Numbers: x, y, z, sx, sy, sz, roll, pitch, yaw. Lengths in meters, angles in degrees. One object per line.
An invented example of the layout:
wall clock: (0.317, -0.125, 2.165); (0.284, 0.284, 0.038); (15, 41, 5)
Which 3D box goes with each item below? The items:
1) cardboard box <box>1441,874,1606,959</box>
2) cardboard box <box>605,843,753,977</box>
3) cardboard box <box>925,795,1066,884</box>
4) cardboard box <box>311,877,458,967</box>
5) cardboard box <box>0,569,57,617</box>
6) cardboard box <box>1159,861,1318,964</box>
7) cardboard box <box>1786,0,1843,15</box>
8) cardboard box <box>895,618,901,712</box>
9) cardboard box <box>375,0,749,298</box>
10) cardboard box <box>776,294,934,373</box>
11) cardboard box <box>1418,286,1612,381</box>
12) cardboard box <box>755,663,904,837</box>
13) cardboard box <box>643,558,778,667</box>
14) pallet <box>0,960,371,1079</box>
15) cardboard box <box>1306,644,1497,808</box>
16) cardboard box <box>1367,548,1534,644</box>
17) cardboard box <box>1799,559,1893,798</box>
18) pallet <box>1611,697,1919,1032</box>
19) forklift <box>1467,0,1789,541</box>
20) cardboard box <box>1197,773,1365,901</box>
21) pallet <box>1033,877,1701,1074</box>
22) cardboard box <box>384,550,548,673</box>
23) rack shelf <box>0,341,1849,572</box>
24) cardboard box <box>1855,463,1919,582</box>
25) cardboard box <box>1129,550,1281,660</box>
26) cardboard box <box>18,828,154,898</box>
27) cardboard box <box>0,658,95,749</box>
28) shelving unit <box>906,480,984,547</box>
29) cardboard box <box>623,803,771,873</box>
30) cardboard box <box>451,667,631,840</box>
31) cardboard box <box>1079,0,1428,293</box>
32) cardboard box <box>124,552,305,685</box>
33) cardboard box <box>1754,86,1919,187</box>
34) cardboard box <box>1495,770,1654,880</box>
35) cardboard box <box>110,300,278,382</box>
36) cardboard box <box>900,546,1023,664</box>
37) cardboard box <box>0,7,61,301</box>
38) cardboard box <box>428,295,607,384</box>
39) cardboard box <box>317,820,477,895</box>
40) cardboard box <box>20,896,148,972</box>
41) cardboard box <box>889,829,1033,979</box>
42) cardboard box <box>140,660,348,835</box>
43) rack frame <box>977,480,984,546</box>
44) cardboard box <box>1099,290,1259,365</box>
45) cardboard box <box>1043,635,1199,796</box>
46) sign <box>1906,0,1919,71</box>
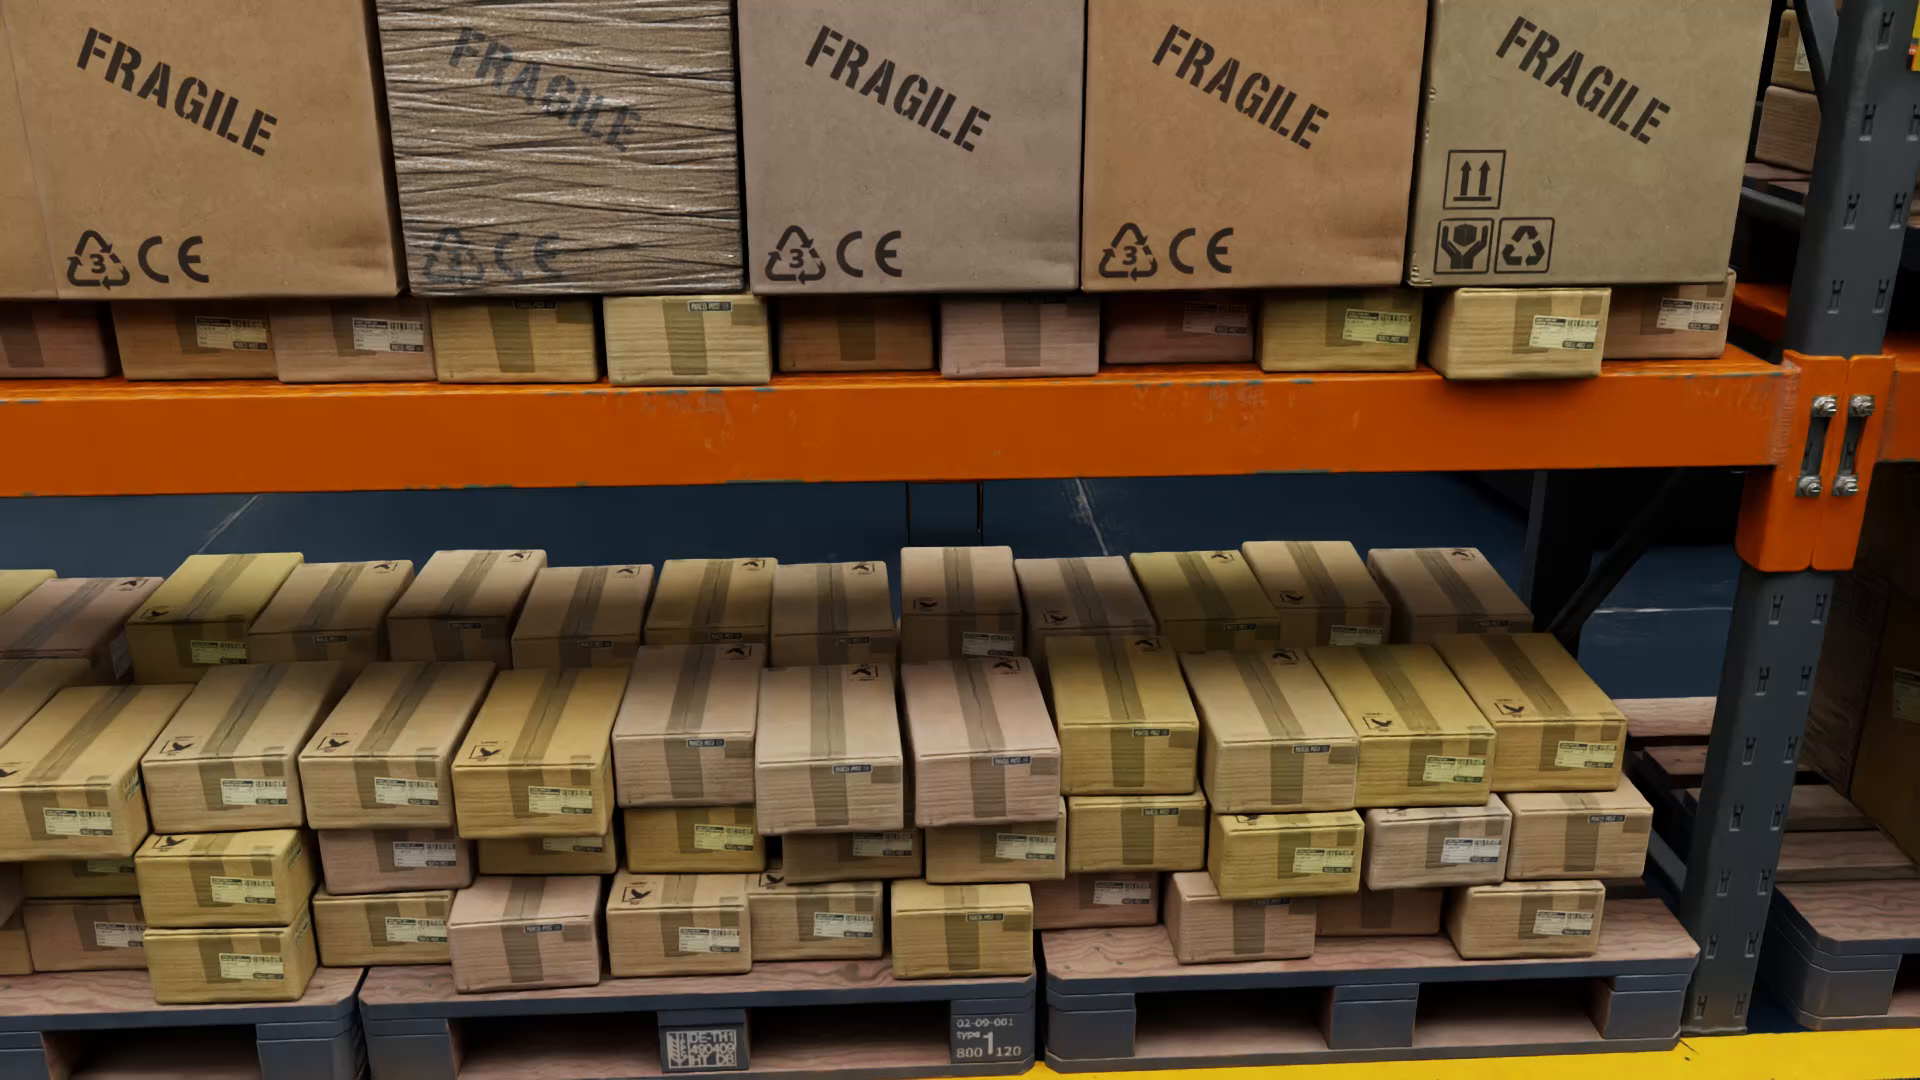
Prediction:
cardboard box: (1.027, 0.627, 3.176); (0.250, 0.149, 0.380); (-1, 21, -2)
cardboard box: (-0.509, 0.646, 3.126); (0.250, 0.149, 0.380); (-1, 21, -3)
cardboard box: (0.058, 0.482, 3.138); (0.250, 0.149, 0.380); (-1, 21, -2)
cardboard box: (-1.038, 0.635, 3.155); (0.250, 0.149, 0.380); (-1, 21, -3)
cardboard box: (-2.080, 0.200, 3.460); (0.250, 0.149, 0.380); (-1, 21, -2)
cardboard box: (0.503, 0.630, 3.166); (0.250, 0.149, 0.380); (-2, 21, -5)
cardboard box: (1.789, -1.073, 3.150); (0.250, 0.149, 0.380); (0, 21, -1)
cardboard box: (-0.015, 0.309, 3.593); (0.250, 0.149, 0.380); (0, 21, -1)
cardboard box: (-0.599, -0.692, 2.664); (0.500, 0.500, 0.500); (-2, 21, -4)
cardboard box: (-0.179, -0.405, 2.823); (0.250, 0.149, 0.380); (-1, 21, -4)
cardboard box: (0.877, -0.388, 2.778); (0.250, 0.149, 0.380); (-2, 21, -4)
cardboard box: (-0.239, 0.372, 3.009); (0.250, 0.149, 0.380); (-2, 21, -5)
cardboard box: (-0.518, 0.176, 3.524); (0.250, 0.149, 0.380); (-1, 21, -3)
pallet: (-1.705, 0.740, 3.380); (1.213, 0.211, 1.003); (-1, 21, -3)
cardboard box: (0.806, 0.338, 3.097); (0.250, 0.149, 0.380); (-1, 21, -2)
cardboard box: (1.044, 0.153, 3.584); (0.250, 0.149, 0.380); (0, 21, -1)
cardboard box: (2.124, 0.229, 3.727); (0.500, 0.500, 0.500); (-2, 21, -4)
pallet: (2.176, 0.648, 3.621); (1.213, 0.211, 1.003); (-1, 21, -3)
forklift: (3.361, -1.616, 5.747); (3.031, 2.935, 1.130); (-4, 21, -11)
cardboard box: (0.567, 0.499, 3.092); (0.250, 0.149, 0.380); (-2, 21, -5)
pallet: (0.731, 0.691, 3.510); (1.213, 0.211, 1.003); (-1, 21, -3)
cardboard box: (-1.048, 0.157, 3.573); (0.250, 0.149, 0.380); (0, 21, -1)
rack shelf: (-0.597, -0.262, 3.104); (4.000, 0.370, 1.077); (-1, 21, -3)
cardboard box: (2.128, -0.122, 3.595); (0.500, 0.250, 0.500); (-2, 21, -4)
cardboard box: (0.515, 0.160, 3.565); (0.250, 0.149, 0.380); (-1, 21, -4)
cardboard box: (-1.541, 0.498, 3.095); (0.250, 0.149, 0.380); (-1, 21, -2)
cardboard box: (-1.783, 0.362, 3.034); (0.250, 0.149, 0.380); (-1, 21, -2)
shelving unit: (-0.053, -0.490, 5.431); (0.252, 1.050, 0.215); (-1, 21, -3)
cardboard box: (-0.480, 0.470, 3.168); (0.250, 0.149, 0.380); (0, 21, -1)
cardboard box: (-0.739, 0.377, 2.995); (0.250, 0.149, 0.380); (-1, 21, -2)
cardboard box: (0.414, -0.704, 2.696); (0.500, 0.500, 0.500); (-2, 21, -5)
cardboard box: (-1.575, 0.165, 3.553); (0.250, 0.149, 0.380); (-2, 21, -4)
cardboard box: (1.784, -0.796, 3.258); (0.250, 0.149, 0.380); (-2, 21, -4)
cardboard box: (1.103, 0.478, 3.149); (0.250, 0.149, 0.380); (-1, 21, -2)
cardboard box: (-1.206, -0.387, 2.775); (0.250, 0.149, 0.380); (-1, 21, -4)
cardboard box: (-0.002, 0.150, 3.593); (0.250, 0.149, 0.380); (-1, 21, -2)
cardboard box: (-1.597, -0.674, 2.617); (0.500, 0.500, 0.500); (-1, 21, -3)
cardboard box: (-0.698, -0.380, 2.756); (0.250, 0.149, 0.380); (0, 21, -1)
cardboard box: (-1.019, 0.493, 3.110); (0.250, 0.149, 0.380); (-2, 21, -6)
cardboard box: (-1.549, 0.640, 3.141); (0.250, 0.149, 0.380); (-1, 21, -2)
cardboard box: (-0.006, 0.648, 3.121); (0.250, 0.149, 0.380); (-1, 21, -3)
cardboard box: (-1.282, 0.368, 3.018); (0.250, 0.149, 0.380); (-2, 21, -6)
rack frame: (0.068, -0.492, 5.438); (0.008, 1.050, 0.200); (-1, 21, -3)
cardboard box: (0.345, -0.423, 2.870); (0.250, 0.149, 0.380); (-2, 21, -5)
cardboard box: (0.294, 0.324, 3.136); (0.250, 0.149, 0.380); (0, 21, -1)
sign: (1.438, -0.850, 2.422); (0.005, 0.325, 0.100); (-1, 21, -3)
